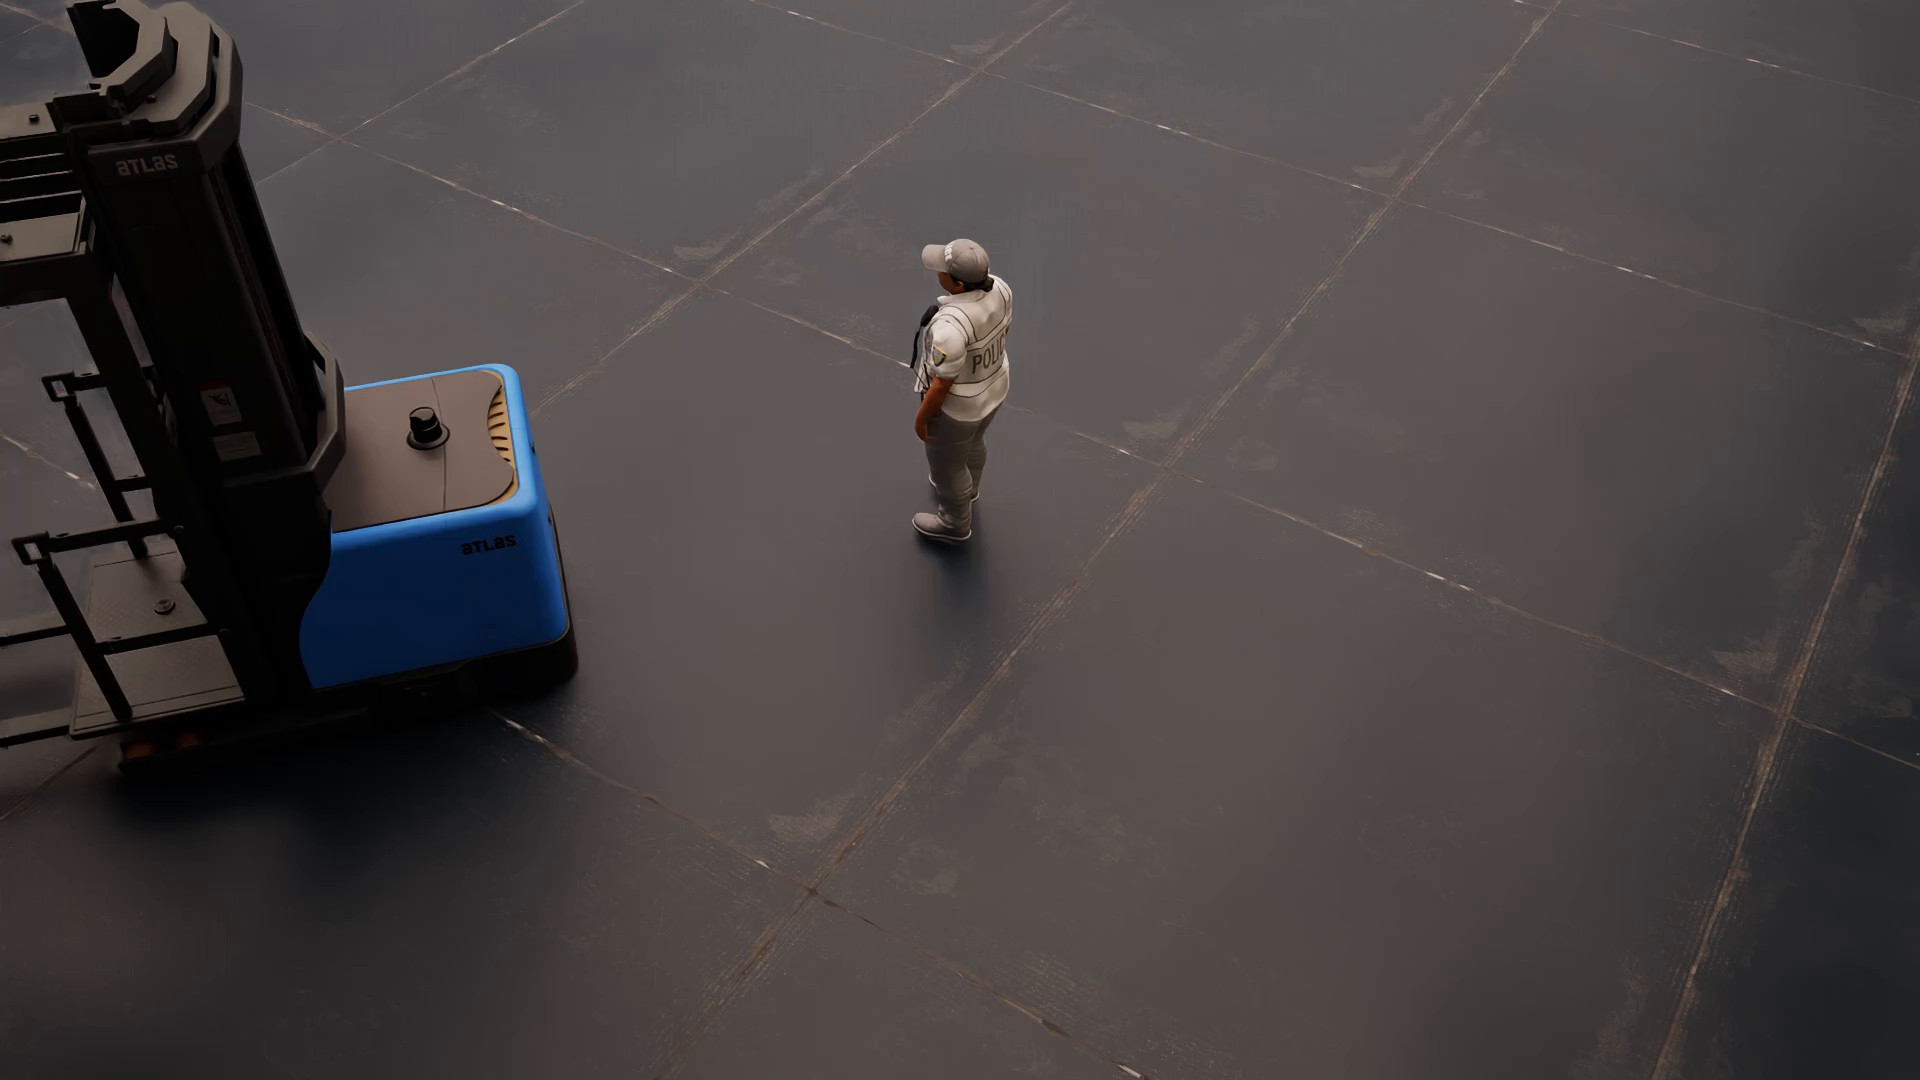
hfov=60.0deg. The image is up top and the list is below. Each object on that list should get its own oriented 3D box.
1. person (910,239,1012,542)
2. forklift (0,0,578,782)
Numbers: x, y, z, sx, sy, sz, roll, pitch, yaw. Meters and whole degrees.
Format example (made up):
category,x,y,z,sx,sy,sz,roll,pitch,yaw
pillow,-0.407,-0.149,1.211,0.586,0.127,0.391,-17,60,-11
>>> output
category,x,y,z,sx,sy,sz,roll,pitch,yaw
person,-0.052,-0.681,7.416,0.528,1.670,0.598,24,48,23
forklift,-3.251,-0.471,6.345,3.031,2.935,1.130,-11,45,-12
